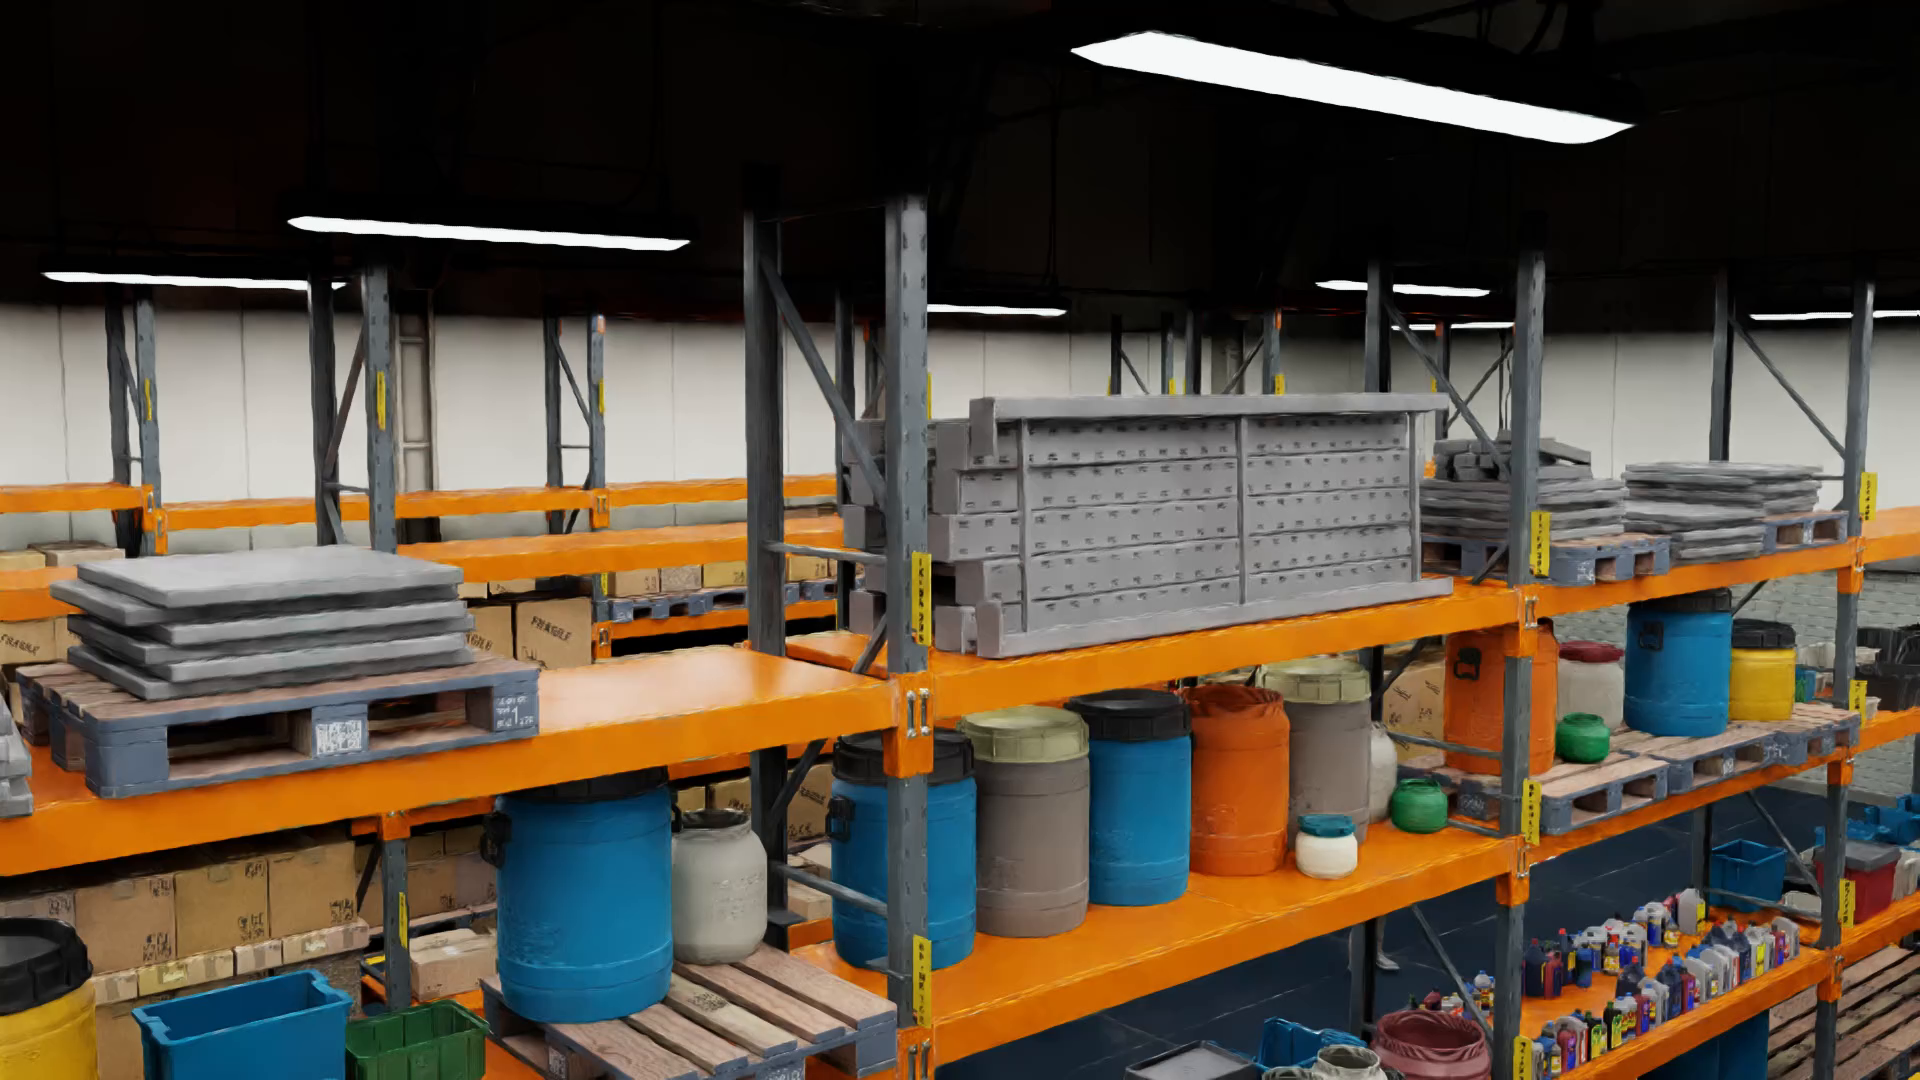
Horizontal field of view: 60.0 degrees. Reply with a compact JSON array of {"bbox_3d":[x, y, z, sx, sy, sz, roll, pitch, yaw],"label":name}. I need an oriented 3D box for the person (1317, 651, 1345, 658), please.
[{"bbox_3d":[4.906,2.133,22.330,0.697,1.789,0.479,0,6,0],"label":"person"}]

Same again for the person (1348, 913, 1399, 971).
[{"bbox_3d":[3.610,2.903,14.457,0.380,1.740,0.618,4,7,36],"label":"person"}]
